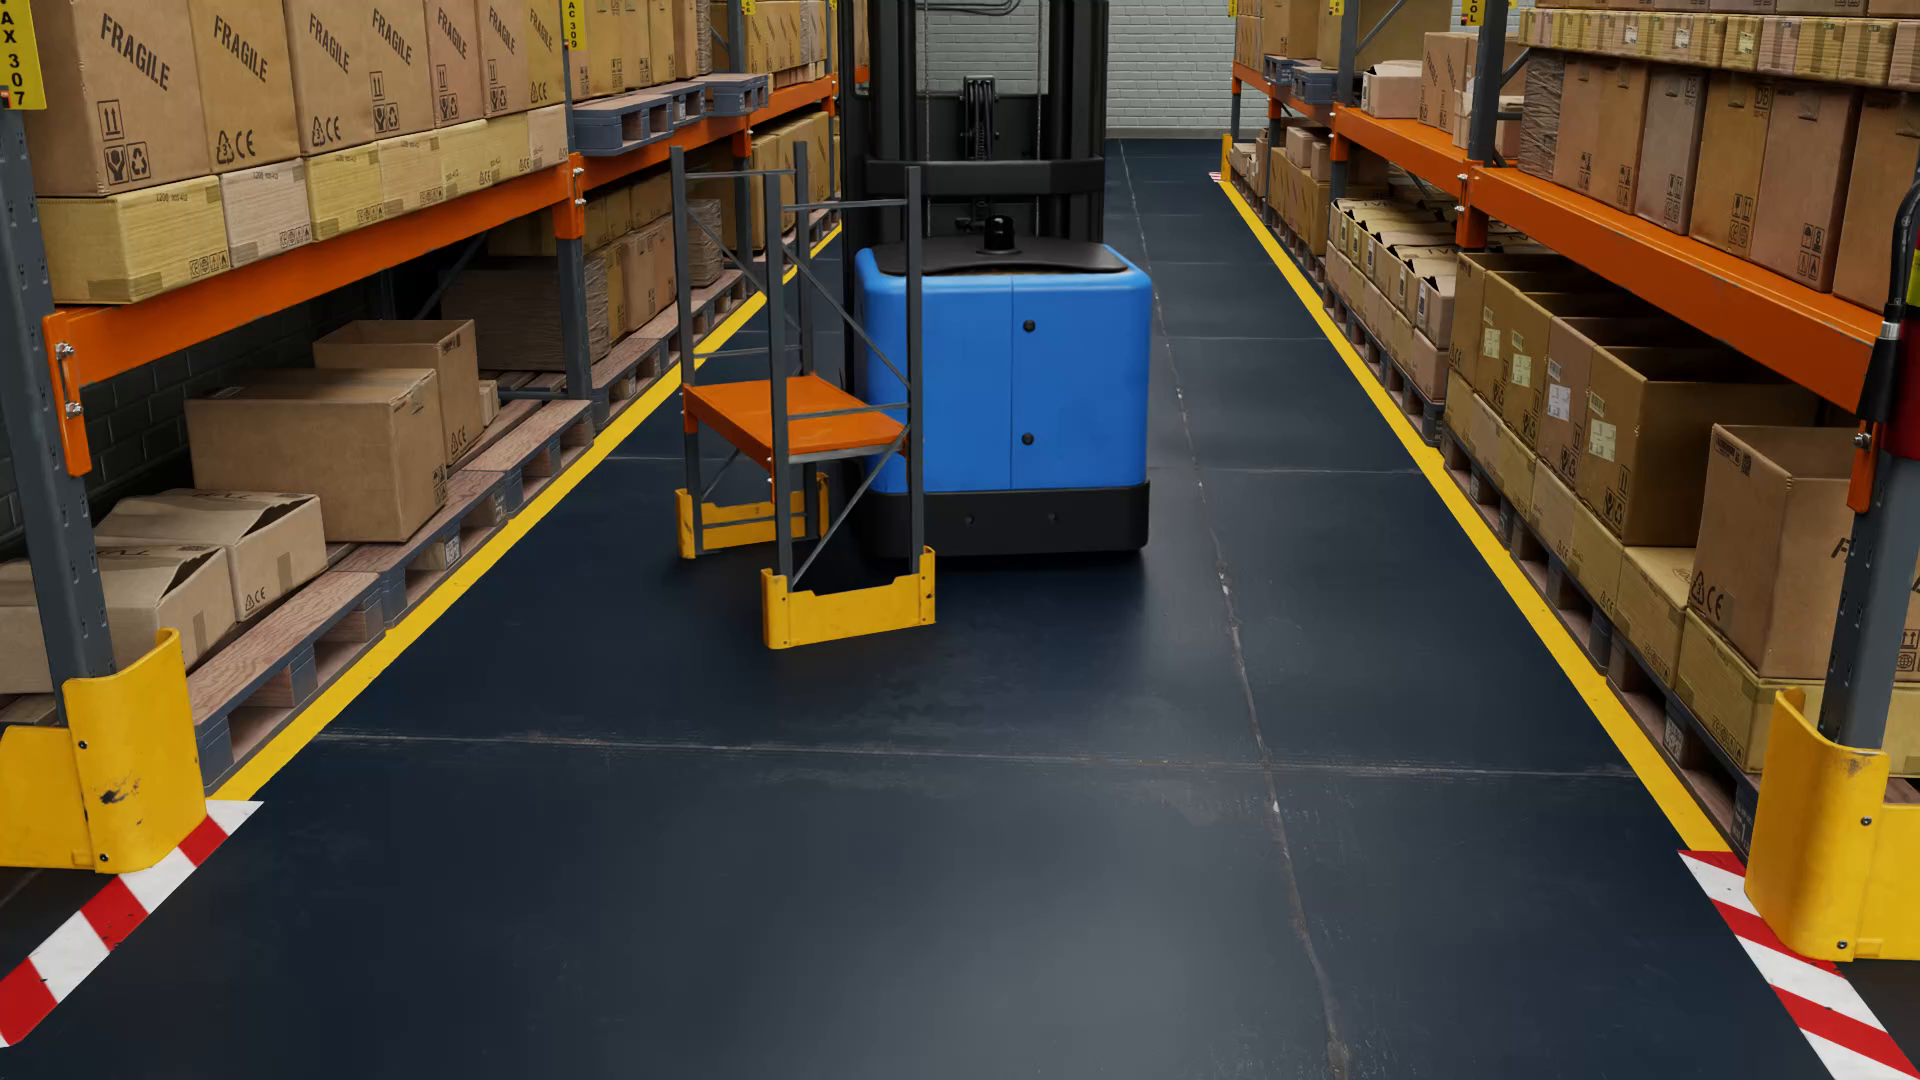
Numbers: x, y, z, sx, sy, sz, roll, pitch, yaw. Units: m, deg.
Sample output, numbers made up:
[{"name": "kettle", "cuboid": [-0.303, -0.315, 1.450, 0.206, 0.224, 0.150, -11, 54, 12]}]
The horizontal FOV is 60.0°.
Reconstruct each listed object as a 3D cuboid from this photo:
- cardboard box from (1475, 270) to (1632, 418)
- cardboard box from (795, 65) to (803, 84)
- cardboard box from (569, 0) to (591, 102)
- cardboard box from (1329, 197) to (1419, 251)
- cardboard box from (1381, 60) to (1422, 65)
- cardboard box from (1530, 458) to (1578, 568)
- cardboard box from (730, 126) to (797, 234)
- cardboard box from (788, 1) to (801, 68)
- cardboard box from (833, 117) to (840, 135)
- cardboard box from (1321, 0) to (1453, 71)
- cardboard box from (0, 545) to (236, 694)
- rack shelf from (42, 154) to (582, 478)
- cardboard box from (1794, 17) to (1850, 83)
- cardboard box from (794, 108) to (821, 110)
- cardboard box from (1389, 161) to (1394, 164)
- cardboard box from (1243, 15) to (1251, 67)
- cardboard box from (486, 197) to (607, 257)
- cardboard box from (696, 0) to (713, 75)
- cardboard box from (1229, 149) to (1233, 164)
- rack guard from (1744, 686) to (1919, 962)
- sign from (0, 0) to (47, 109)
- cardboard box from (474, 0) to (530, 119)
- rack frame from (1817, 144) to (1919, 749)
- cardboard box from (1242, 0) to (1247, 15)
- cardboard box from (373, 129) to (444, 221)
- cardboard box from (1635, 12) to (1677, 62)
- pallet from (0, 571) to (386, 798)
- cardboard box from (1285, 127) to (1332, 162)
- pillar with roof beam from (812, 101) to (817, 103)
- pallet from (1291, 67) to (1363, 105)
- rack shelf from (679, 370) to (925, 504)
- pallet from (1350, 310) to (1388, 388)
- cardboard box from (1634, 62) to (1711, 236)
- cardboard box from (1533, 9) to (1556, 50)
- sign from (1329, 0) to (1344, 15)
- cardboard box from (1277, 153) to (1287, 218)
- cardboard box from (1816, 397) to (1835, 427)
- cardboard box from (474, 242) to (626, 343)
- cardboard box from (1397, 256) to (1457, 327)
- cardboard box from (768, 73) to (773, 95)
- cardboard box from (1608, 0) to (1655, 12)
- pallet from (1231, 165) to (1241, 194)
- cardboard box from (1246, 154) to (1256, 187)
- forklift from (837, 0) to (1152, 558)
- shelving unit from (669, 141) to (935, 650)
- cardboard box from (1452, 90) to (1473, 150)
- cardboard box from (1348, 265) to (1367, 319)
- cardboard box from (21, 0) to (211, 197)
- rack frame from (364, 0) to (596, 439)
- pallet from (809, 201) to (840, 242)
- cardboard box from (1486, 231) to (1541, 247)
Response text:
[{"name": "cardboard box", "cuboid": [2.330, -0.757, 6.454, 0.500, 0.500, 0.500, 1, 18, 4]}, {"name": "cardboard box", "cuboid": [-1.508, -3.857, 13.749, 0.380, 0.149, 0.250, 1, 18, 4]}, {"name": "cardboard box", "cuboid": [-2.168, -2.324, 7.831, 0.700, 0.500, 0.500, 1, 18, 4]}, {"name": "cardboard box", "cuboid": [2.659, -2.046, 10.692, 0.500, 0.311, 0.500, 2, 18, 6]}, {"name": "cardboard box", "cuboid": [2.920, -2.889, 10.565, 0.500, 0.311, 0.500, 2, 18, 7]}, {"name": "cardboard box", "cuboid": [2.256, -0.091, 5.624, 0.500, 0.250, 0.500, 1, 18, 4]}, {"name": "cardboard box", "cuboid": [-1.699, -2.828, 13.014, 0.750, 0.750, 0.750, 1, 18, 4]}, {"name": "cardboard box", "cuboid": [-1.548, -3.974, 13.065, 0.500, 0.500, 0.500, 2, 18, 5]}, {"name": "cardboard box", "cuboid": [-1.302, -4.047, 16.255, 0.380, 0.149, 0.250, 2, 18, 6]}, {"name": "cardboard box", "cuboid": [2.923, -3.488, 11.416, 0.700, 0.500, 0.500, -5, 19, -15]}, {"name": "cardboard box", "cuboid": [-2.385, 0.188, 4.644, 0.500, 0.311, 0.500, -1, 18, -2]}, {"name": "rack shelf", "cuboid": [-2.381, -0.947, 5.651, 1.077, 0.370, 4.000, 1, 18, 4]}, {"name": "cardboard box", "cuboid": [2.289, -1.198, 4.059, 0.380, 0.149, 0.250, 1, 18, 3]}, {"name": "cardboard box", "cuboid": [-1.590, -4.467, 17.535, 0.380, 0.149, 0.250, 2, 18, 5]}, {"name": "cardboard box", "cuboid": [3.447, -2.838, 13.574, 0.500, 0.500, 0.500, 2, 18, 5]}, {"name": "cardboard box", "cuboid": [3.198, -5.127, 17.092, 0.500, 0.500, 0.500, 1, 18, 4]}, {"name": "cardboard box", "cuboid": [-2.174, -1.653, 8.755, 0.500, 0.250, 0.500, 1, 18, 3]}, {"name": "cardboard box", "cuboid": [-1.975, -3.263, 10.696, 0.700, 0.500, 0.500, -1, 18, -3]}, {"name": "cardboard box", "cuboid": [3.191, -4.260, 18.477, 0.380, 0.149, 0.250, 1, 18, 4]}, {"name": "rack guard", "cuboid": [2.415, 0.637, 3.676, 1.175, 0.500, 0.348, 1, 18, 4]}, {"name": "sign", "cuboid": [-1.984, -1.067, 3.472, 0.100, 0.325, 0.005, 1, 18, 4]}, {"name": "cardboard box", "cuboid": [-1.994, -1.896, 6.396, 0.500, 0.500, 0.500, 1, 18, 4]}, {"name": "rack frame", "cuboid": [2.416, -0.558, 3.310, 1.000, 3.000, 0.127, 1, 18, 4]}, {"name": "cardboard box", "cuboid": [3.239, -5.756, 17.405, 0.500, 0.500, 0.500, 1, 18, 4]}, {"name": "cardboard box", "cuboid": [-2.069, -1.227, 5.559, 0.500, 0.250, 0.500, 1, 18, 4]}, {"name": "cardboard box", "cuboid": [2.383, -1.596, 5.275, 0.380, 0.149, 0.250, 1, 18, 3]}, {"name": "pallet", "cuboid": [-2.426, 0.382, 4.918, 1.003, 0.211, 1.213, 1, 18, 4]}, {"name": "cardboard box", "cuboid": [2.927, -3.207, 13.498, 0.500, 0.250, 0.500, 1, 18, 4]}, {"name": "pillar with roof beam", "cuboid": [2.247, -9.250, 20.200, 9.100, 9.000, 0.400, 1, 18, 4]}, {"name": "pallet", "cuboid": [2.969, -3.164, 11.570, 1.213, 0.211, 1.003, 1, 18, 4]}, {"name": "rack shelf", "cuboid": [-0.567, -0.374, 5.734, 0.538, 0.185, 1.000, -8, 20, -24]}, {"name": "pallet", "cuboid": [2.802, -1.085, 9.396, 1.003, 0.211, 1.213, 1, 18, 4]}, {"name": "cardboard box", "cuboid": [2.571, -1.231, 5.203, 0.700, 0.500, 0.500, 2, 18, 6]}, {"name": "cardboard box", "cuboid": [2.473, -1.999, 6.505, 0.380, 0.149, 0.250, 2, 18, 5]}, {"name": "sign", "cuboid": [2.448, -3.565, 10.753, 0.100, 0.325, 0.005, 1, 18, 4]}, {"name": "cardboard box", "cuboid": [2.972, -2.996, 14.056, 0.500, 0.500, 0.500, 2, 18, 5]}, {"name": "cardboard box", "cuboid": [2.734, -0.280, 4.998, 0.500, 0.500, 0.500, 1, 18, 4]}, {"name": "cardboard box", "cuboid": [-2.215, -1.322, 8.948, 0.700, 0.500, 0.500, 1, 18, 3]}, {"name": "cardboard box", "cuboid": [2.477, -1.254, 8.274, 0.500, 0.311, 0.500, 2, 18, 5]}, {"name": "cardboard box", "cuboid": [-1.566, -3.298, 12.043, 0.380, 0.149, 0.250, 2, 18, 6]}, {"name": "cardboard box", "cuboid": [2.606, -2.014, 5.509, 0.700, 0.500, 0.500, 1, 18, 4]}, {"name": "pallet", "cuboid": [3.502, -3.931, 18.082, 1.003, 0.211, 1.213, 1, 18, 4]}, {"name": "cardboard box", "cuboid": [3.088, -3.633, 16.304, 0.500, 0.311, 0.500, 1, 18, 4]}, {"name": "forklift", "cuboid": [0.025, -1.741, 7.029, 1.130, 2.935, 3.031, -2, 18, -6]}, {"name": "shelving unit", "cuboid": [-0.570, -0.548, 5.686, 0.587, 1.500, 1.083, -8, 20, -24]}, {"name": "cardboard box", "cuboid": [2.583, -2.014, 7.968, 0.396, 0.266, 0.258, 1, 18, 3]}, {"name": "cardboard box", "cuboid": [2.593, -1.462, 9.809, 0.500, 0.250, 0.500, 1, 18, 2]}, {"name": "cardboard box", "cuboid": [-2.191, -1.104, 3.979, 0.500, 0.500, 0.500, 1, 18, 4]}, {"name": "rack frame", "cuboid": [-2.238, -1.910, 7.435, 1.000, 3.000, 0.127, 1, 18, 4]}, {"name": "pallet", "cuboid": [-1.645, -2.828, 14.716, 1.003, 0.211, 1.213, 1, 18, 4]}, {"name": "cardboard box", "cuboid": [3.090, -1.560, 9.209, 0.500, 0.311, 0.500, 2, 18, 5]}]
